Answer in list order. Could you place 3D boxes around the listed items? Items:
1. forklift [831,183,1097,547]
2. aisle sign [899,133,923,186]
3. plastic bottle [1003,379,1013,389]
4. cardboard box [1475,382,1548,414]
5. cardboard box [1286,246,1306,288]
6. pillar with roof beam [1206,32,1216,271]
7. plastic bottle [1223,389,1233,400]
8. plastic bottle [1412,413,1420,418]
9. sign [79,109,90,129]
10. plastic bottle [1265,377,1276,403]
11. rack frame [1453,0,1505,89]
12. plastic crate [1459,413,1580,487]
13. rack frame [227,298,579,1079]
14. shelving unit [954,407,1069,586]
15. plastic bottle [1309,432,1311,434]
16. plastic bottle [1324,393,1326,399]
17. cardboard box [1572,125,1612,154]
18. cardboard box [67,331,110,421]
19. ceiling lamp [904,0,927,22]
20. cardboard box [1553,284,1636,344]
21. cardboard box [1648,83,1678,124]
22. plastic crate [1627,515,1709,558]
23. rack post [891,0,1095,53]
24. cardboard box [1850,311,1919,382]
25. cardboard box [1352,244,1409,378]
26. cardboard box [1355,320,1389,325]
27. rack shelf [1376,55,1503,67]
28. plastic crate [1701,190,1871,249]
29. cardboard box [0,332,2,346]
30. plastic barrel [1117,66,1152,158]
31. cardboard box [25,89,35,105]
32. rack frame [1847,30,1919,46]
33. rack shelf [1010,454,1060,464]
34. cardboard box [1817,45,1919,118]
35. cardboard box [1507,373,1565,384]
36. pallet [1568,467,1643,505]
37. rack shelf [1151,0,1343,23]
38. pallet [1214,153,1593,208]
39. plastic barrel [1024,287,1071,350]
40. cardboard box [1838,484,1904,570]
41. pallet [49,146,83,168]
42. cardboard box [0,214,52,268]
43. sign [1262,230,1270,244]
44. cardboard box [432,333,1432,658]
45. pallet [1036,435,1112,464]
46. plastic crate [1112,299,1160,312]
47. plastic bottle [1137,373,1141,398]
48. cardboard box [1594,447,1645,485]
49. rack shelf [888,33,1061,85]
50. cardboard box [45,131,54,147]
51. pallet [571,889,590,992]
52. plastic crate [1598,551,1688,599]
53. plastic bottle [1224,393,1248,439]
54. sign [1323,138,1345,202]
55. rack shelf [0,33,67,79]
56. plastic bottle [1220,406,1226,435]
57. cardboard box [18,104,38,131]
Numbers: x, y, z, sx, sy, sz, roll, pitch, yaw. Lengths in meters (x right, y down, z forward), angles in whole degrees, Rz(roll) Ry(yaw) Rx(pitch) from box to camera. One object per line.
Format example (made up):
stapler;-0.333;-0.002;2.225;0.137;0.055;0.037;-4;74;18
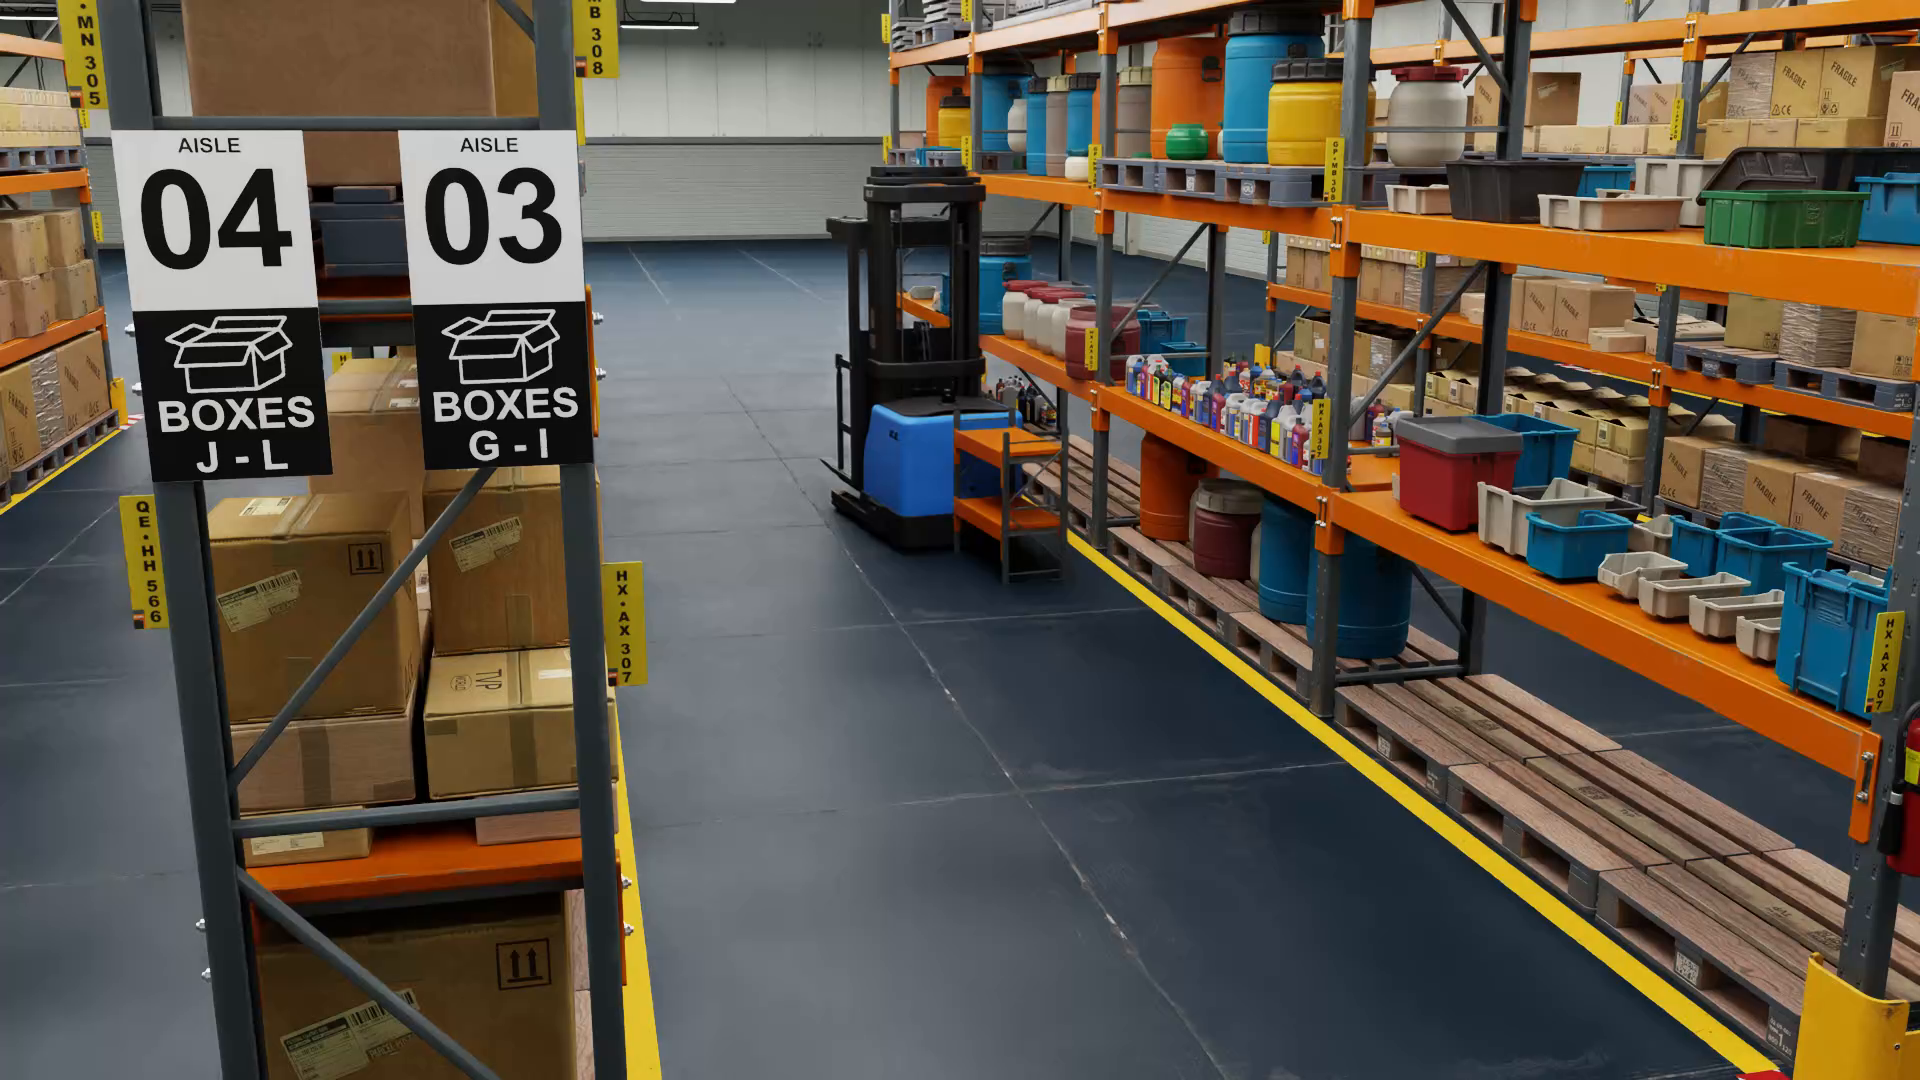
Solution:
forklift;1.795;-6.370;33.509;19.219;2.843;38.947;-5;15;-20
aisle sign;-0.639;-4.526;20.156;0.394;0.787;0.004;-3;14;-13
plastic bottle;0.553;-1.695;18.856;0.152;0.276;0.135;-3;14;-13
cardboard box;5.508;-1.412;16.614;0.500;0.311;0.500;-4;14;-15
cardboard box;4.576;-3.479;21.135;0.700;0.500;0.500;-3;14;-13
pillar with roof beam;1.886;-10.529;37.563;9.100;9.000;0.548;-3;14;-13
plastic bottle;1.758;-0.850;10.857;0.097;0.271;0.097;0;14;0
plastic bottle;2.711;-0.620;9.914;0.097;0.271;0.097;0;14;0
sign;-9.466;-4.610;17.957;0.100;0.325;0.005;-3;14;-13
plastic bottle;2.229;-1.059;11.858;0.097;0.201;0.097;0;14;0
rack frame;5.421;-5.530;17.102;0.949;2.616;0.053;-3;14;-13
plastic crate;2.922;-0.428;8.764;0.392;0.384;0.575;-3;14;-13
rack frame;-1.397;0.704;4.225;0.949;2.616;0.053;-3;14;-13
shelving unit;-10.870;-3.671;15.813;18.801;6.000;16.378;-5;15;-20
plastic bottle;2.048;-0.531;9.698;0.097;0.201;0.097;0;14;0
plastic bottle;2.448;-0.878;10.973;0.097;0.271;0.097;0;14;0
cardboard box;5.932;-3.635;15.097;0.500;0.250;0.500;-4;14;-14
cardboard box;-9.773;-1.753;17.875;0.875;0.875;0.875;-3;14;-13
ceiling lamp;-0.662;-15.205;44.403;2.000;3.185;0.800;-3;14;-13
cardboard box;5.948;-2.128;15.605;0.500;0.500;0.500;-4;14;-16
cardboard box;9.216;-5.596;21.331;0.500;0.500;0.500;-3;14;-14
plastic crate;3.182;-0.011;7.581;0.293;0.136;0.466;-3;14;-13
rack post;0.513;-5.383;16.149;1.210;0.967;7.107;-3;14;-13
cardboard box;6.822;-1.427;11.852;0.700;0.500;0.500;-7;16;-27
cardboard box;4.870;-2.654;19.218;0.514;1.489;0.514;-3;14;-12
cardboard box;5.143;-2.434;20.398;0.500;0.500;0.500;-3;14;-13
rack shelf;4.948;-5.543;19.099;0.919;0.124;3.809;-3;14;-13
plastic crate;2.912;-1.138;5.891;0.450;0.188;0.336;-3;14;-13
cardboard box;-9.155;-1.969;14.848;0.875;0.550;0.550;-3;14;-13
plastic barrel;1.560;-3.320;13.319;0.600;0.901;0.600;0;14;0
cardboard box;-9.229;-4.298;16.134;0.380;0.149;0.250;-3;14;-13
rack frame;10.232;-5.807;18.235;1.000;3.000;0.127;-3;14;-13
rack shelf;0.367;-0.684;12.399;0.416;0.054;0.922;-5;15;-20
cardboard box;6.693;-3.348;12.173;0.500;0.500;0.500;-3;14;-13
cardboard box;5.920;-1.559;17.216;0.500;0.311;0.500;-3;14;-12
pallet;6.202;-0.530;15.153;1.003;0.211;1.213;-3;14;-13
rack shelf;2.012;-3.422;10.419;0.919;0.124;3.809;-3;14;-13
pallet;3.971;-2.764;12.499;6.095;0.211;6.140;-3;14;-13
plastic barrel;0.786;-2.004;15.024;0.433;0.535;0.433;0;14;0
cardboard box;6.677;-0.098;11.847;0.500;0.500;0.500;-3;14;-12
pallet;-9.812;-3.978;17.254;1.003;0.211;1.213;-3;14;-13
cardboard box;-9.729;-2.985;16.734;0.875;0.550;0.550;-3;14;-13
sign;3.938;-3.968;21.357;0.100;0.325;0.005;-3;14;-13
cardboard box;1.722;-1.378;12.941;10.408;1.989;14.337;-3;14;-14
pallet;0.825;-0.807;16.285;1.003;0.211;1.213;-3;14;-13
plastic crate;1.460;-1.839;14.498;0.402;0.464;0.583;-3;14;-13
plastic bottle;1.353;-1.153;12.243;0.097;0.201;0.097;0;14;0
cardboard box;5.997;-0.669;14.754;0.500;0.250;0.500;-3;14;-12
rack shelf;0.133;-5.172;17.996;1.077;0.370;4.000;-3;14;-13
cardboard box;-9.350;-4.029;16.712;0.380;0.149;0.250;-3;14;-14
pallet;-1.941;1.598;6.444;1.003;0.211;1.213;-3;14;-13
plastic crate;2.822;0.151;6.918;0.298;0.136;0.250;-3;14;-13
plastic bottle;1.784;-0.793;10.613;0.152;0.276;0.135;-3;14;-13
sign;1.946;-1.926;8.652;0.100;0.325;0.005;-3;14;-13
rack shelf;-9.527;-4.643;15.830;1.077;0.370;4.000;-3;14;-13
plastic bottle;1.730;-0.782;10.725;0.097;0.201;0.097;0;14;0
cardboard box;-9.258;-4.070;16.041;0.500;0.250;0.500;-3;14;-13
